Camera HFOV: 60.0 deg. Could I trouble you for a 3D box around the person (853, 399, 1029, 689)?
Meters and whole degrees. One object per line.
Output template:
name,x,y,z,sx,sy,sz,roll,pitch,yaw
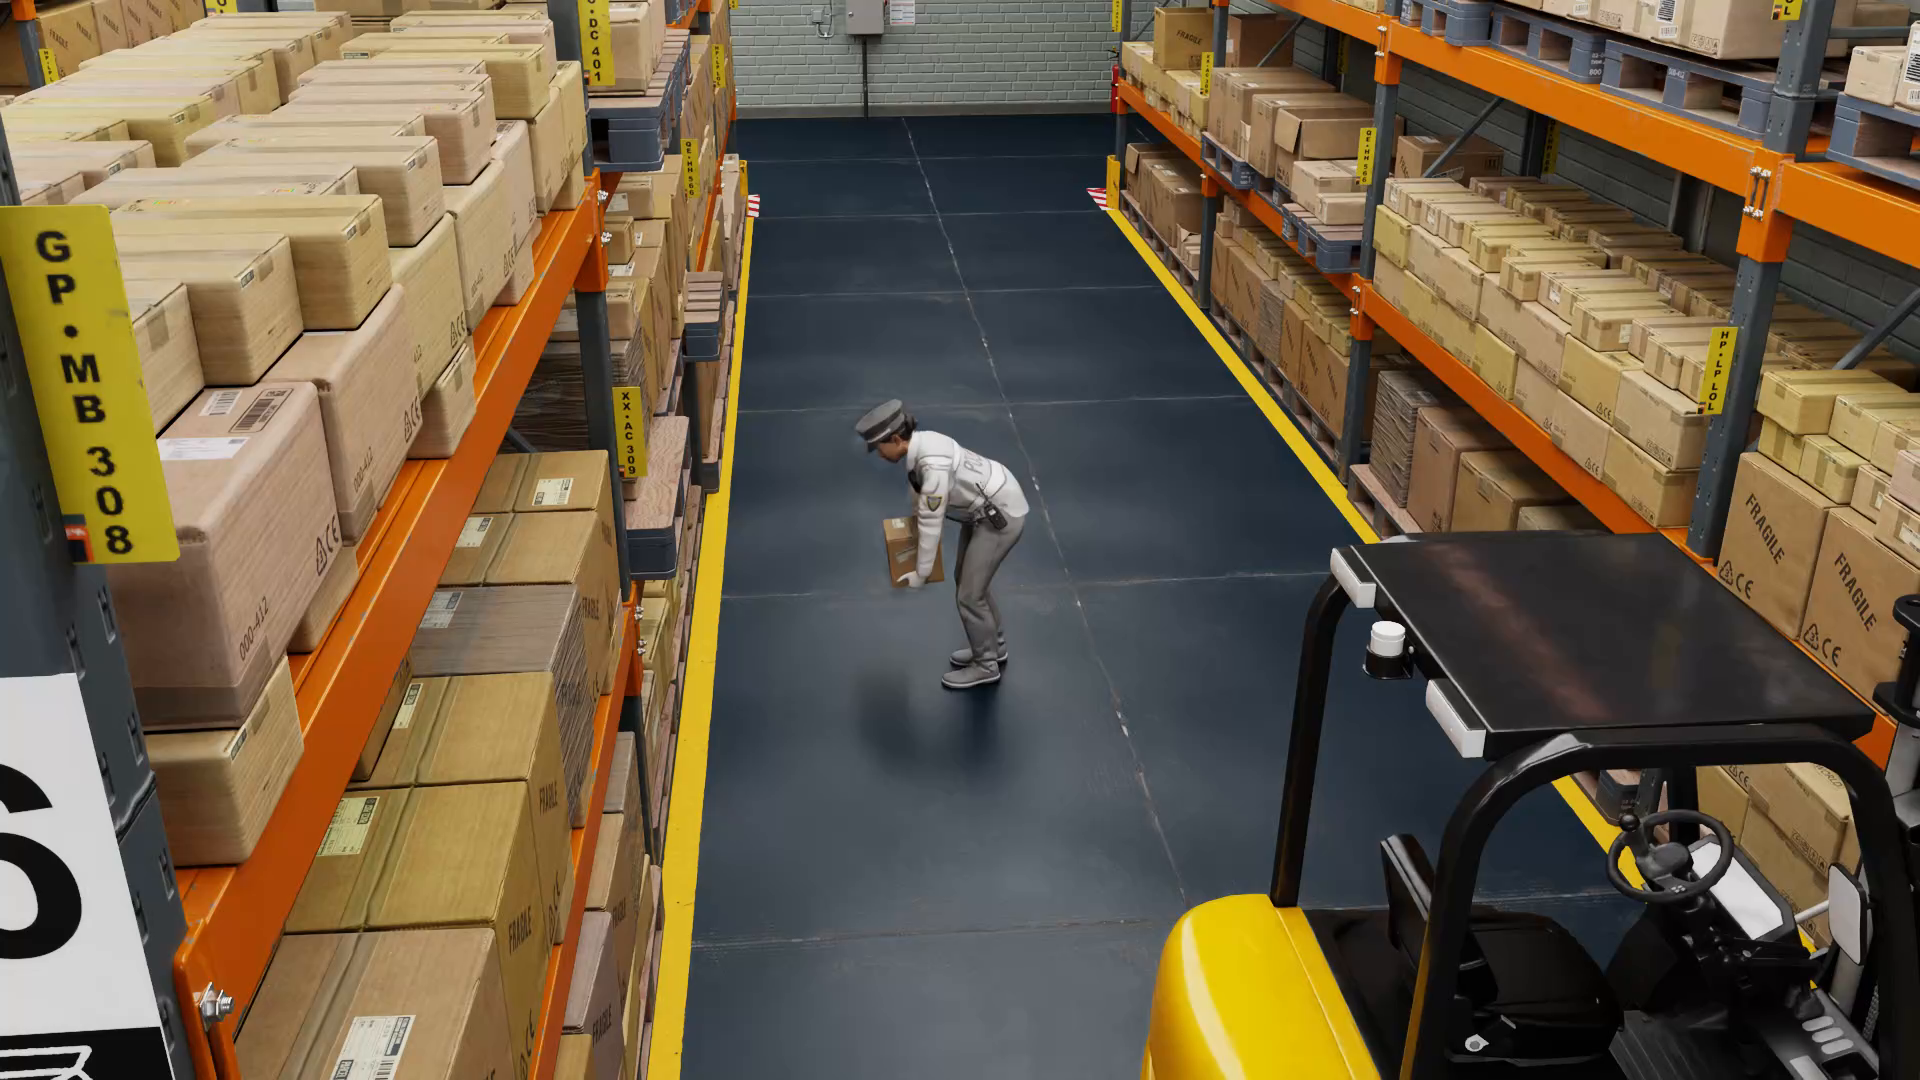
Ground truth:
person,-0.084,0.015,7.870,0.814,1.427,0.407,-3,24,-6
